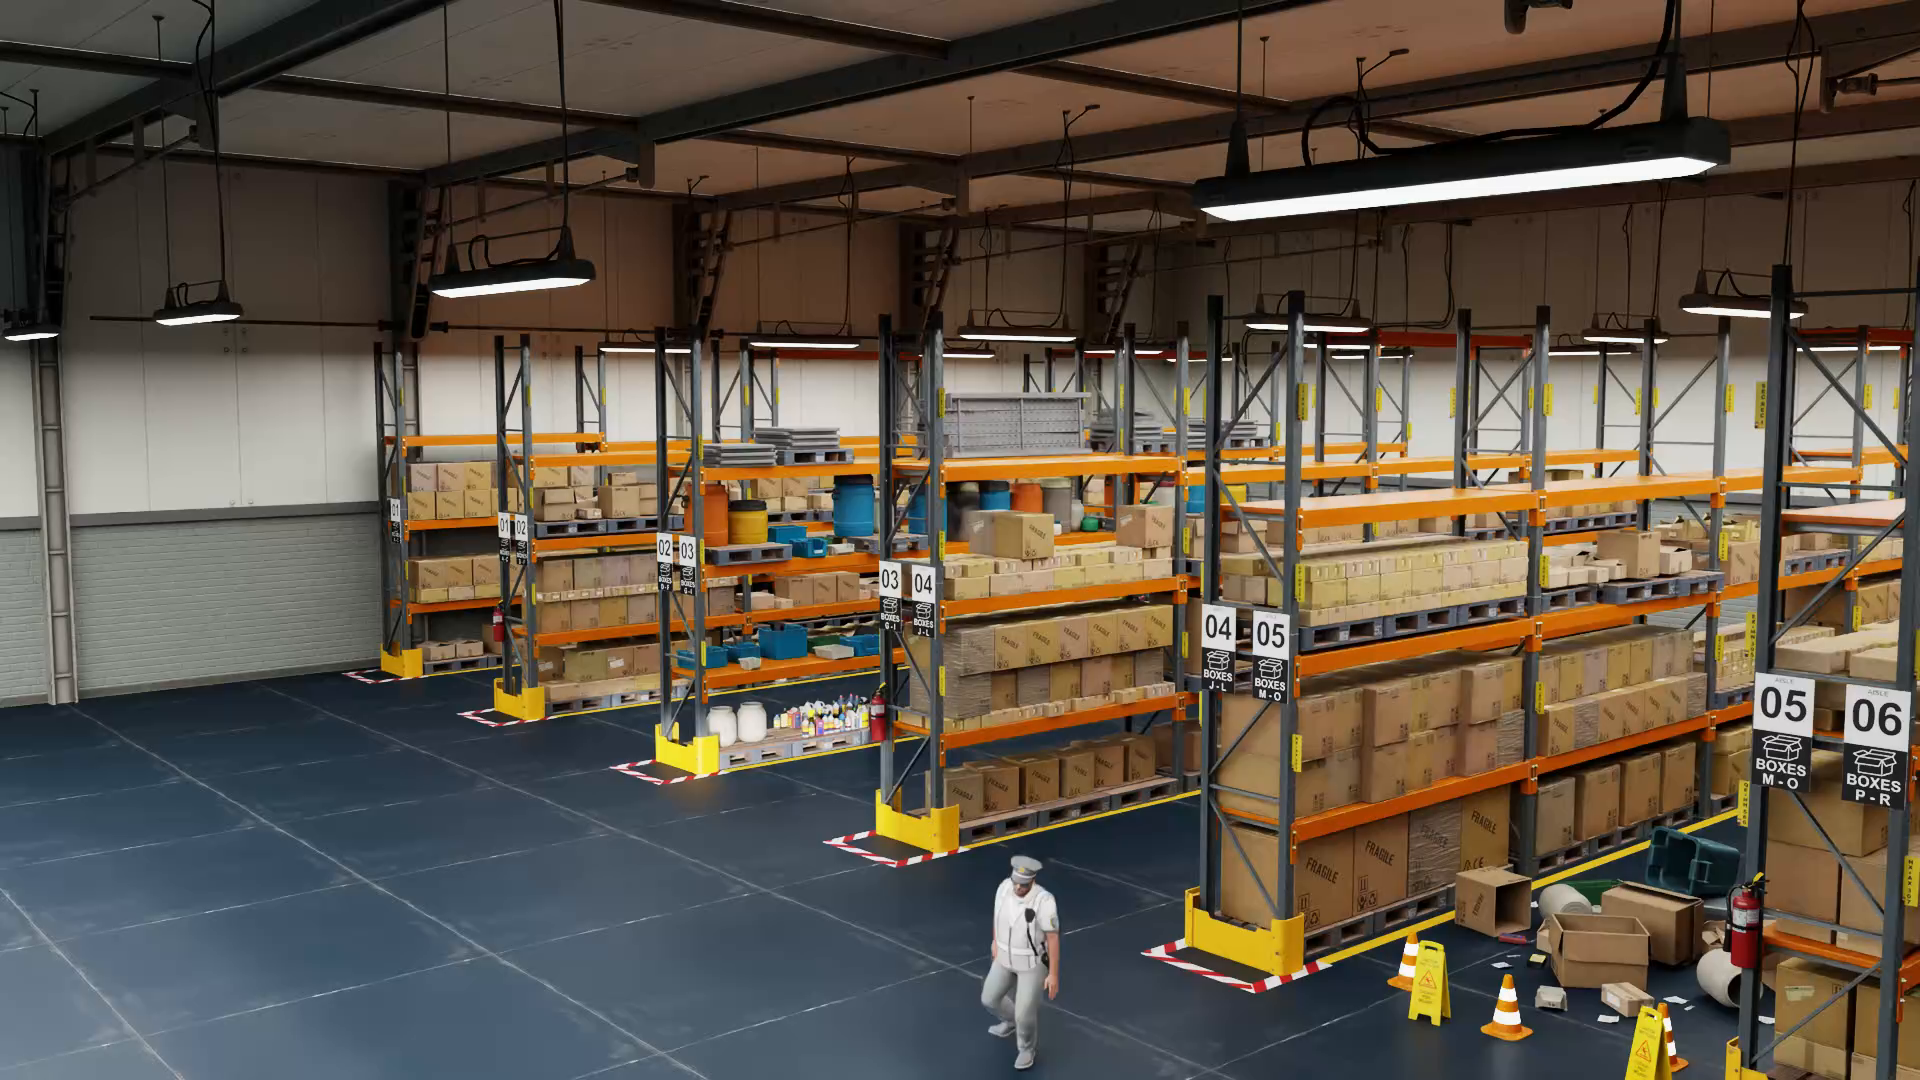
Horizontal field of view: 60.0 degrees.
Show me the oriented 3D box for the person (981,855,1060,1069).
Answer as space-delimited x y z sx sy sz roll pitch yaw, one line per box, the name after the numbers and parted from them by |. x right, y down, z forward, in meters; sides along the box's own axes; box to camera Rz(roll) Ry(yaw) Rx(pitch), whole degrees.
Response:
0.483 3.178 12.687 0.831 1.660 0.667 3 6 33 | person
